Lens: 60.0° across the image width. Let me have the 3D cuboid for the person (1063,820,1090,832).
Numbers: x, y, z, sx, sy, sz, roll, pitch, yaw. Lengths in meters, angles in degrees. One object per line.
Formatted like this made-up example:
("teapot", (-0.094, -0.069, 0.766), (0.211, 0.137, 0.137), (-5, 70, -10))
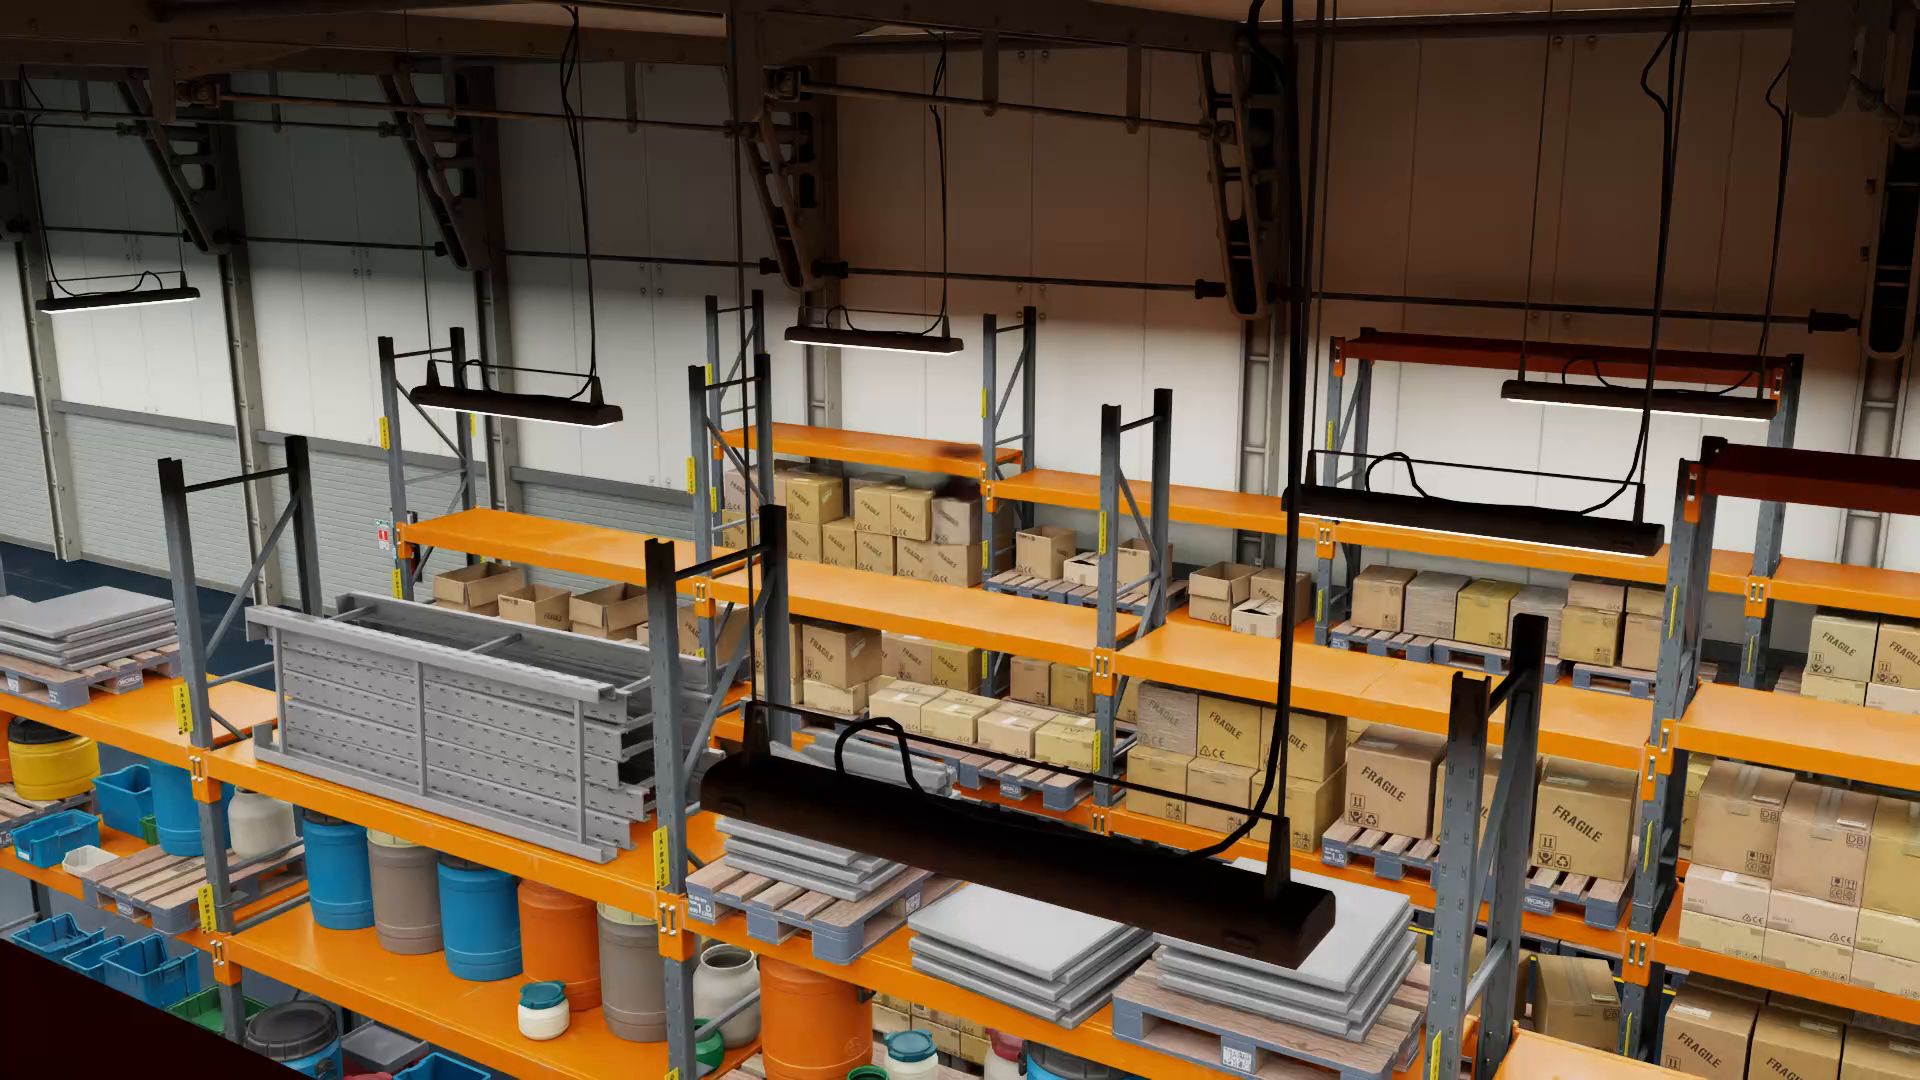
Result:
("person", (1.337, 2.933, 17.729), (0.559, 1.764, 0.427), (9, 17, 34))
